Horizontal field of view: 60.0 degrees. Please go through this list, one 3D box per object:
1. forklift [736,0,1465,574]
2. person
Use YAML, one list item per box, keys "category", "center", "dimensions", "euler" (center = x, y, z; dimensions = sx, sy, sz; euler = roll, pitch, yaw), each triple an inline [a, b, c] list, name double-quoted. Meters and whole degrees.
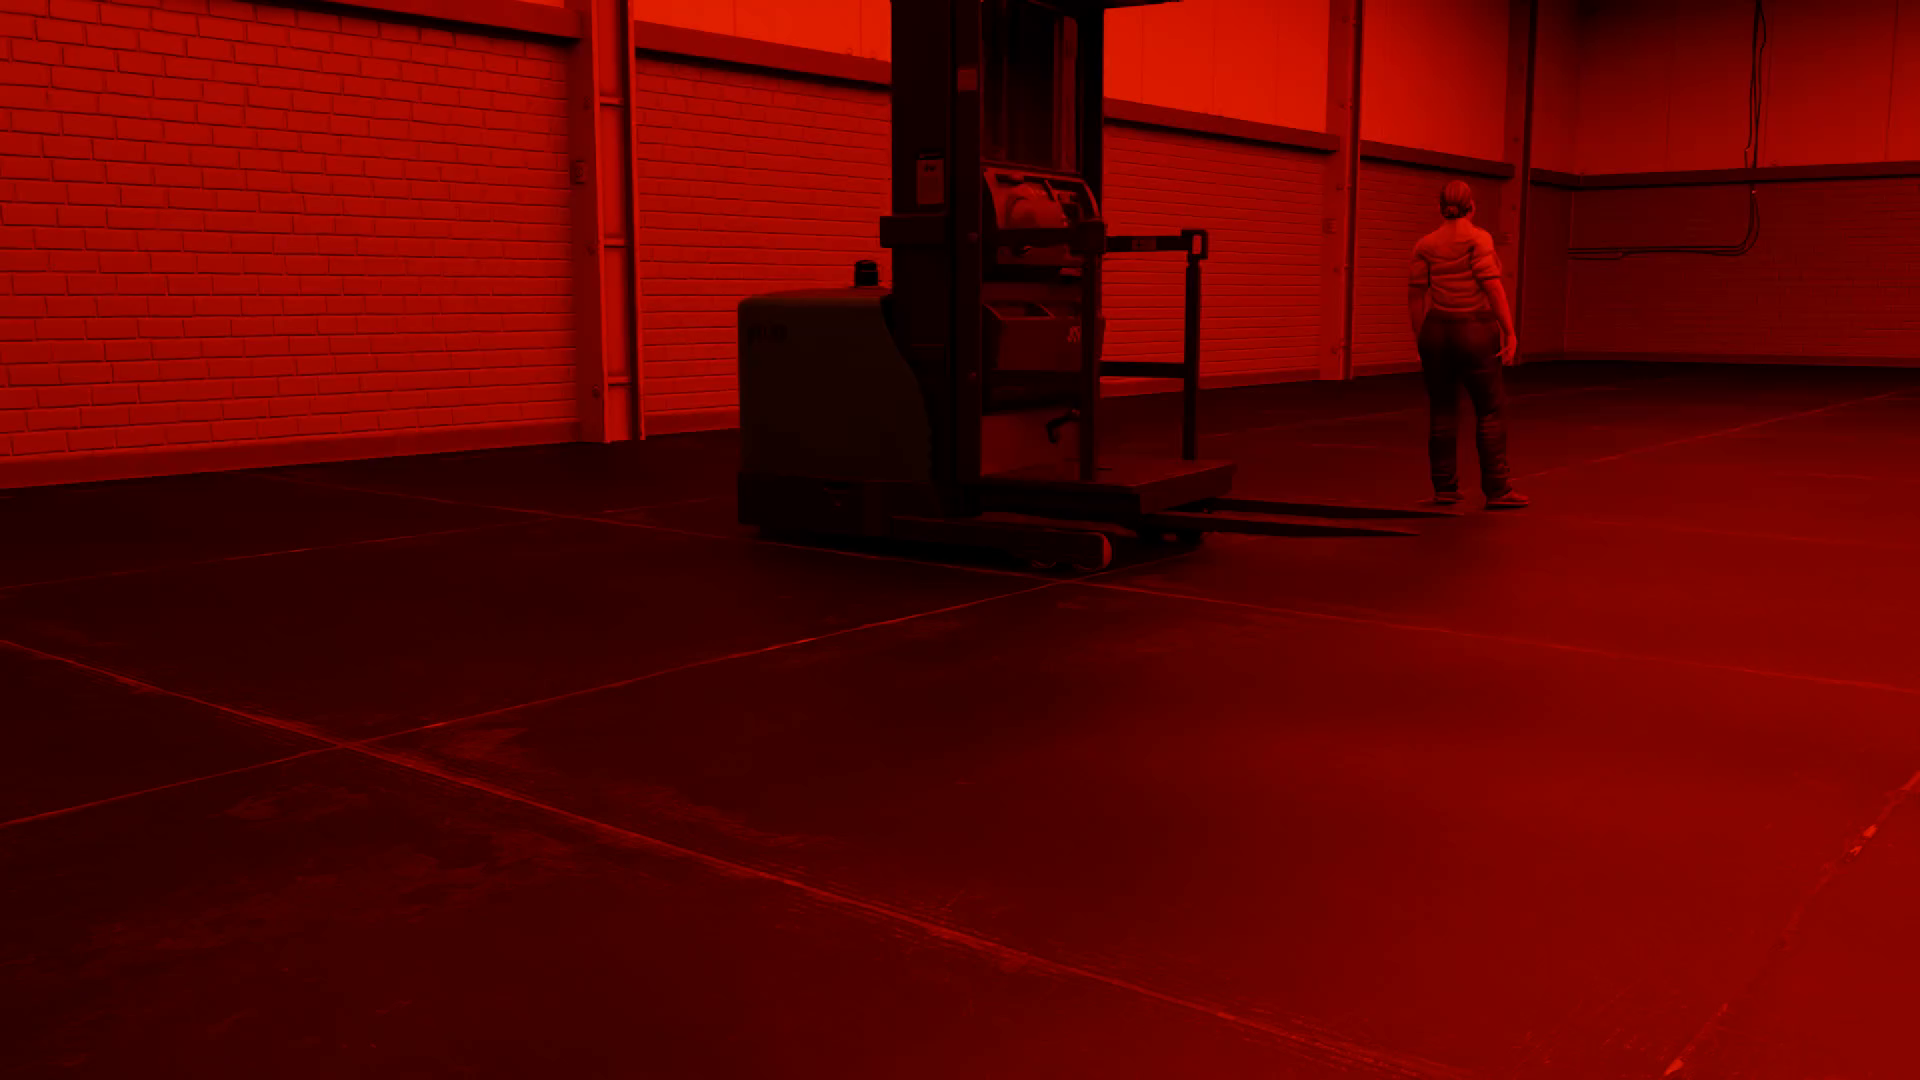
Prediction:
- category: "forklift"
  center: [0.529, -1.405, 6.887]
  dimensions: [3.031, 2.935, 1.130]
  euler: [5, 10, 31]
- category: "person"
  center: [2.622, -0.997, 8.565]
  dimensions: [0.475, 1.650, 0.573]
  euler: [-7, 11, -41]
